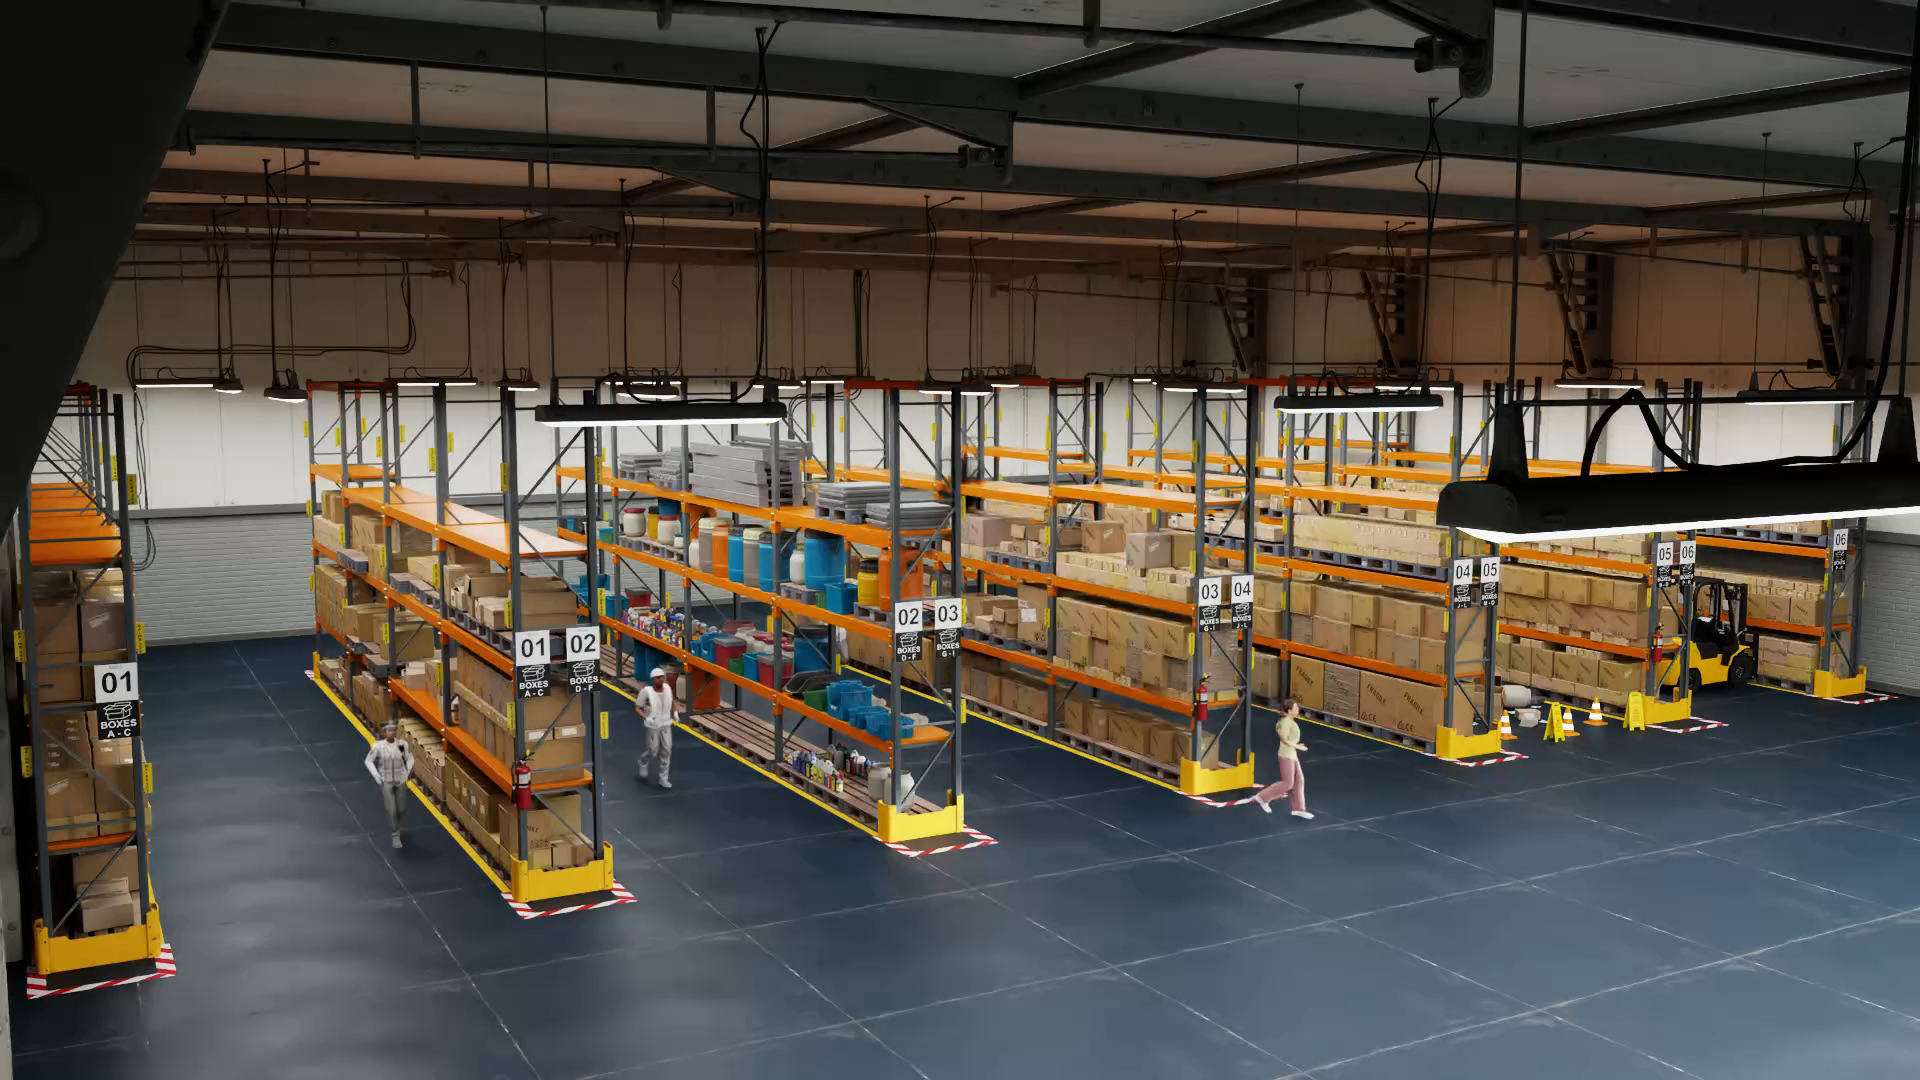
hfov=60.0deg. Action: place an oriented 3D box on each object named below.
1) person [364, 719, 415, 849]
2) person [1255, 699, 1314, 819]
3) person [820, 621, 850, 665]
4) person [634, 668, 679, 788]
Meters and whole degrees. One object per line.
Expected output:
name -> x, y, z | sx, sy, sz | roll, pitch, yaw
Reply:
person -> -7.511, 3.176, 21.943 | 0.627, 1.680, 0.656 | -3, 7, -28
person -> 4.541, 3.043, 23.220 | 0.811, 1.677, 0.600 | 1, 6, 13
person -> -2.316, 1.869, 31.230 | 0.684, 1.752, 0.630 | -3, 7, -27
person -> -4.559, 2.799, 25.036 | 0.709, 1.775, 0.770 | -5, 8, -37
